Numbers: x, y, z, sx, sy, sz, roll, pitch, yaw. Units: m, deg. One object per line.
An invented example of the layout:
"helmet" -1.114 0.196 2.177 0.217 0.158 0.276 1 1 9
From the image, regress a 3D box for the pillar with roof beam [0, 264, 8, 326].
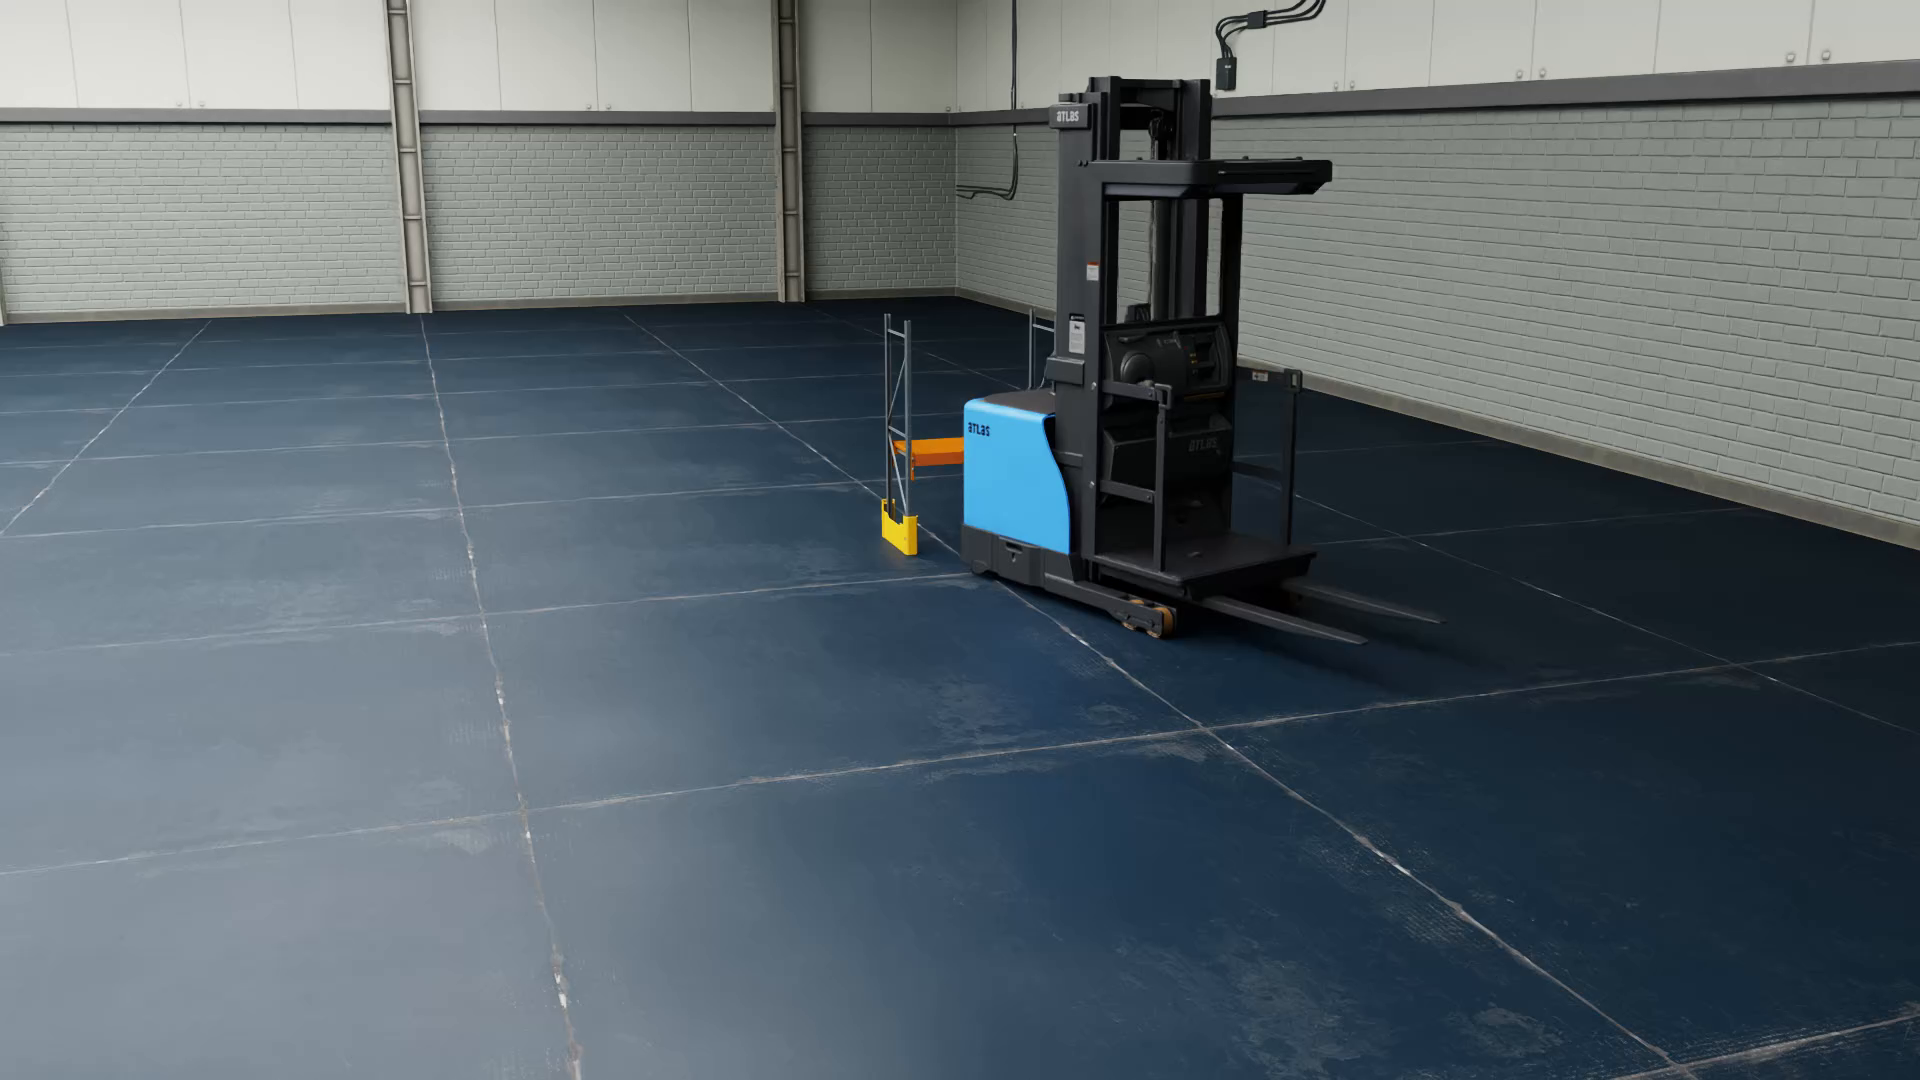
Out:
"pillar with roof beam" -12.850 -6.589 19.395 0.400 9.000 9.100 -4 14 -18

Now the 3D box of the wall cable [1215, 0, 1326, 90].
"wall cable" 3.377 -7.917 17.631 0.169 6.003 2.305 -4 14 -18

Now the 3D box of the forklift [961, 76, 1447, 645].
"forklift" 1.298 -1.030 9.139 1.130 2.935 3.031 -10 17 -36

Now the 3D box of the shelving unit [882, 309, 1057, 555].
"shelving unit" 0.072 -0.735 10.993 1.083 1.500 0.587 -4 14 -18

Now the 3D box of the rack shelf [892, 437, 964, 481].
"rack shelf" 0.081 -0.561 11.037 1.000 0.185 0.538 -4 14 -18

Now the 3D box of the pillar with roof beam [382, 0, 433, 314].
"pillar with roof beam" -7.163 -7.031 21.257 0.400 9.000 9.100 -4 14 -18

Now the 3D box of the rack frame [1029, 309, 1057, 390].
"rack frame" 0.563 -0.773 11.153 0.032 1.500 0.500 -4 14 -18

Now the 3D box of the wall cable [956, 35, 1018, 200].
"wall cable" 0.364 -6.835 27.142 0.112 2.526 3.097 -4 14 -18

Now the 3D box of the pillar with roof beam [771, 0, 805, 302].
"pillar with roof beam" -1.477 -7.474 23.119 0.400 9.000 9.100 -4 14 -18

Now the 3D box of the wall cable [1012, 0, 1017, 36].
"wall cable" 1.227 -8.699 24.064 0.112 2.526 3.097 -4 14 -18

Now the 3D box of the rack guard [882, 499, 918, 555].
"rack guard" -0.400 -0.090 10.983 0.087 0.250 0.587 -4 14 -18

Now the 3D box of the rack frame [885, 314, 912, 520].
"rack frame" -0.401 -0.698 10.838 0.032 1.500 0.500 -4 14 -18
